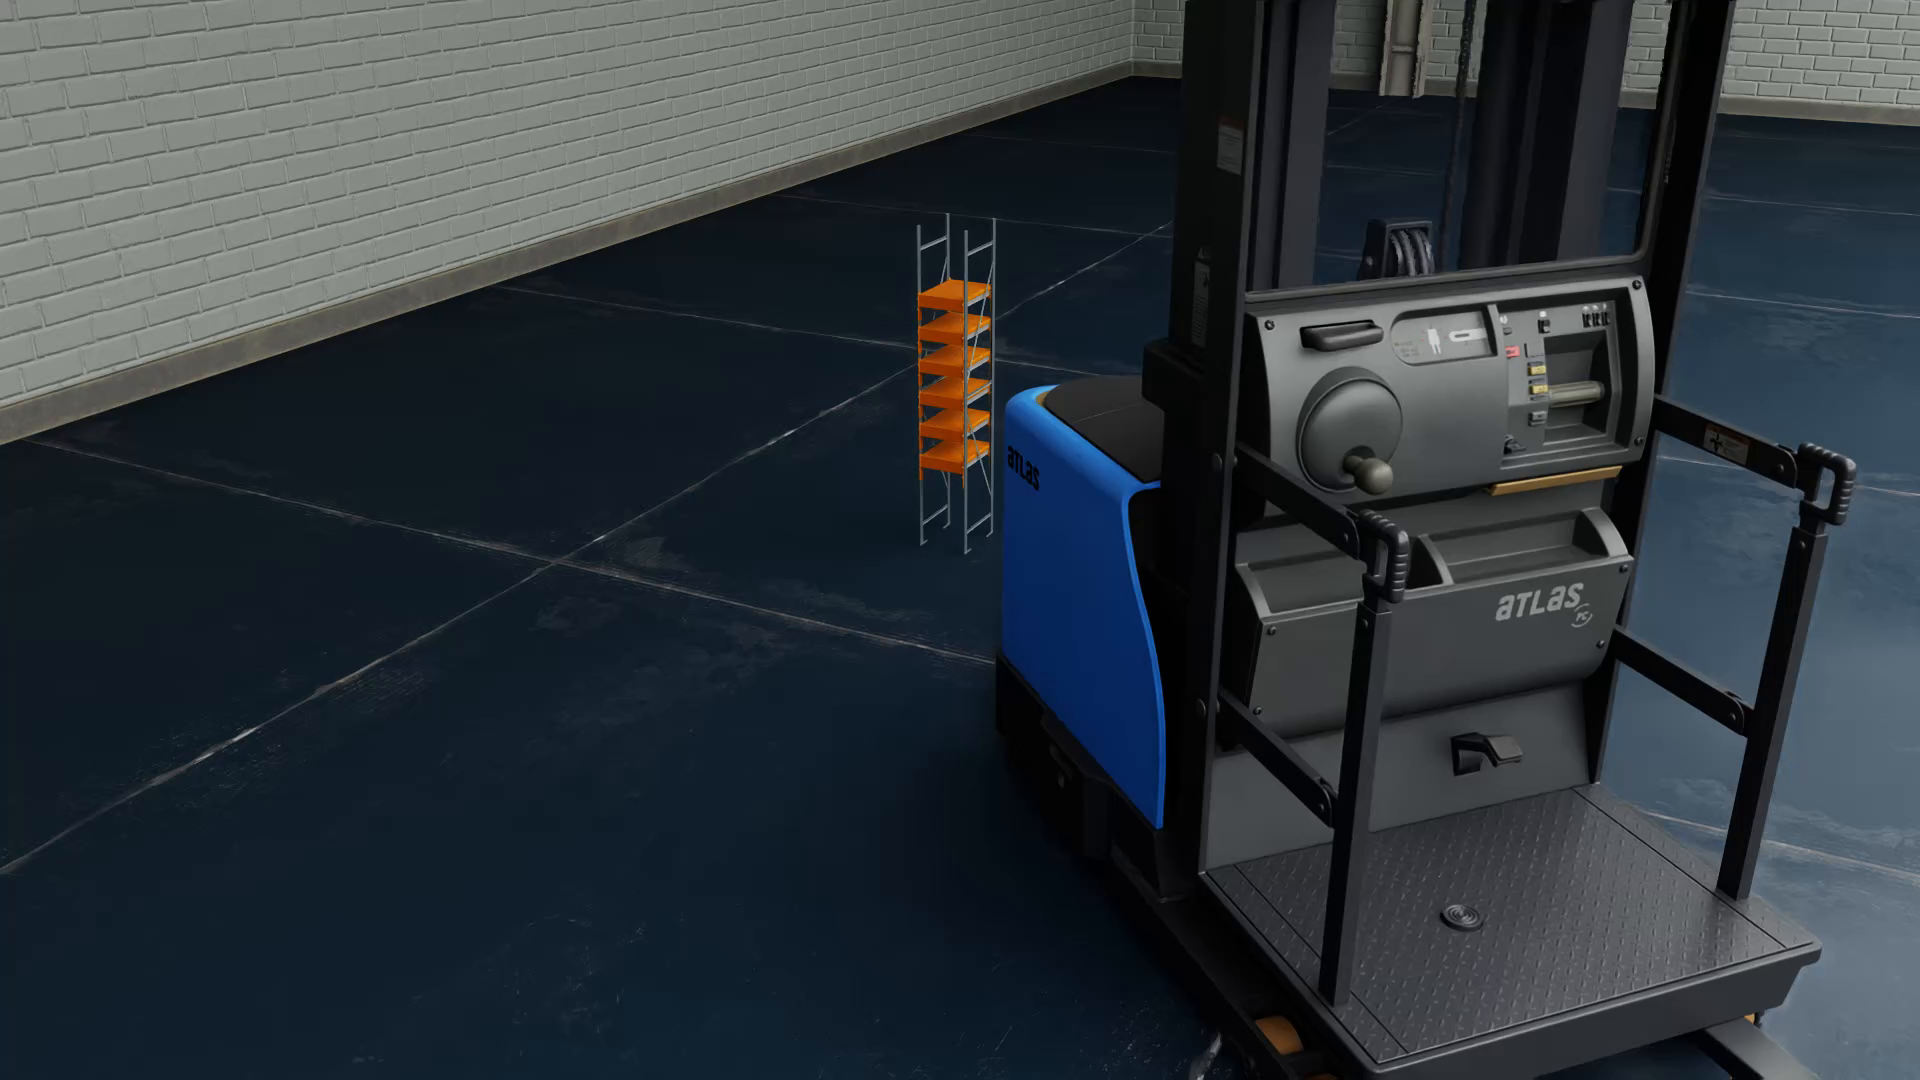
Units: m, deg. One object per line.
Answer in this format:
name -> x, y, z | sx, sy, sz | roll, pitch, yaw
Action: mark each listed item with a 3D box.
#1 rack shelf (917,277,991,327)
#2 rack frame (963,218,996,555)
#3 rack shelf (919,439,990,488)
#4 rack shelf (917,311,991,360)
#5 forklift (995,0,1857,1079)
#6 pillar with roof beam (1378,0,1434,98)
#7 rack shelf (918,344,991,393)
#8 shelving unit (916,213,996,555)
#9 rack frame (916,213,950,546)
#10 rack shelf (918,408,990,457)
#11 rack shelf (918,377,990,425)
rack shelf -> -0.013, -0.845, 5.898 | 0.180, 0.103, 0.258 | 11, 25, 25
rack frame -> 0.069, -0.539, 5.983 | 0.006, 1.200, 0.240 | 11, 25, 25
rack shelf -> -0.013, -0.293, 6.133 | 0.180, 0.103, 0.258 | 11, 25, 25
rack shelf -> -0.013, -0.735, 5.945 | 0.180, 0.103, 0.258 | 11, 25, 25
forklift -> 1.095, -0.292, 3.191 | 1.130, 2.935, 3.031 | -8, 24, -19
pillar with roof beam -> 2.536, -7.161, 11.590 | 0.400, 9.000, 9.100 | 11, 25, 25
rack shelf -> -0.013, -0.624, 5.992 | 0.180, 0.103, 0.258 | 11, 25, 25
shelving unit -> -0.013, -0.555, 6.021 | 0.189, 1.200, 0.258 | 11, 25, 25
rack frame -> -0.095, -0.571, 6.059 | 0.006, 1.200, 0.240 | 11, 25, 25
rack shelf -> -0.013, -0.403, 6.086 | 0.180, 0.103, 0.258 | 11, 25, 25
rack shelf -> -0.013, -0.514, 6.039 | 0.180, 0.103, 0.258 | 11, 25, 25
